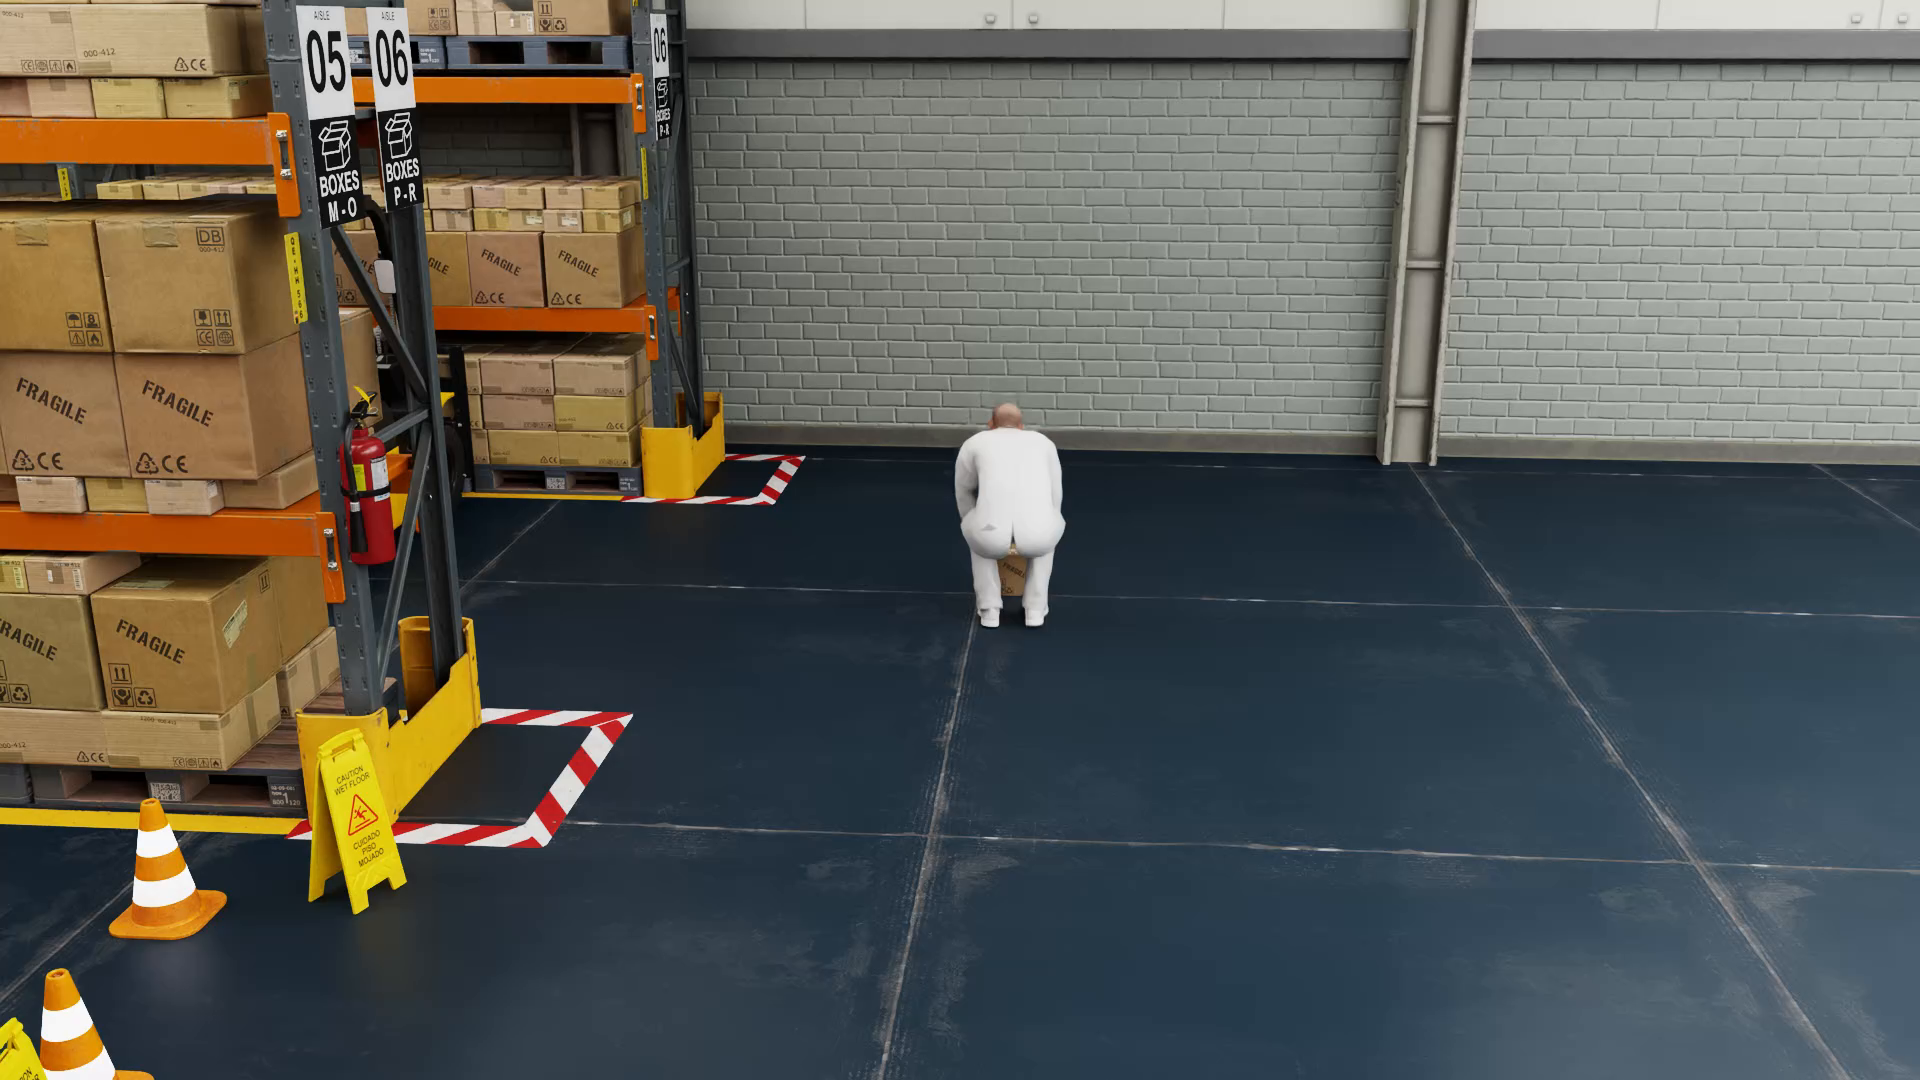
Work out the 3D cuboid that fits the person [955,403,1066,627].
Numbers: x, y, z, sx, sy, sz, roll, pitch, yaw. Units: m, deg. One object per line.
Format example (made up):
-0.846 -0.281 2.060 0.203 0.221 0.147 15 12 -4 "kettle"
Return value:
0.271 -0.128 9.090 0.616 1.125 0.854 1 17 4 "person"
